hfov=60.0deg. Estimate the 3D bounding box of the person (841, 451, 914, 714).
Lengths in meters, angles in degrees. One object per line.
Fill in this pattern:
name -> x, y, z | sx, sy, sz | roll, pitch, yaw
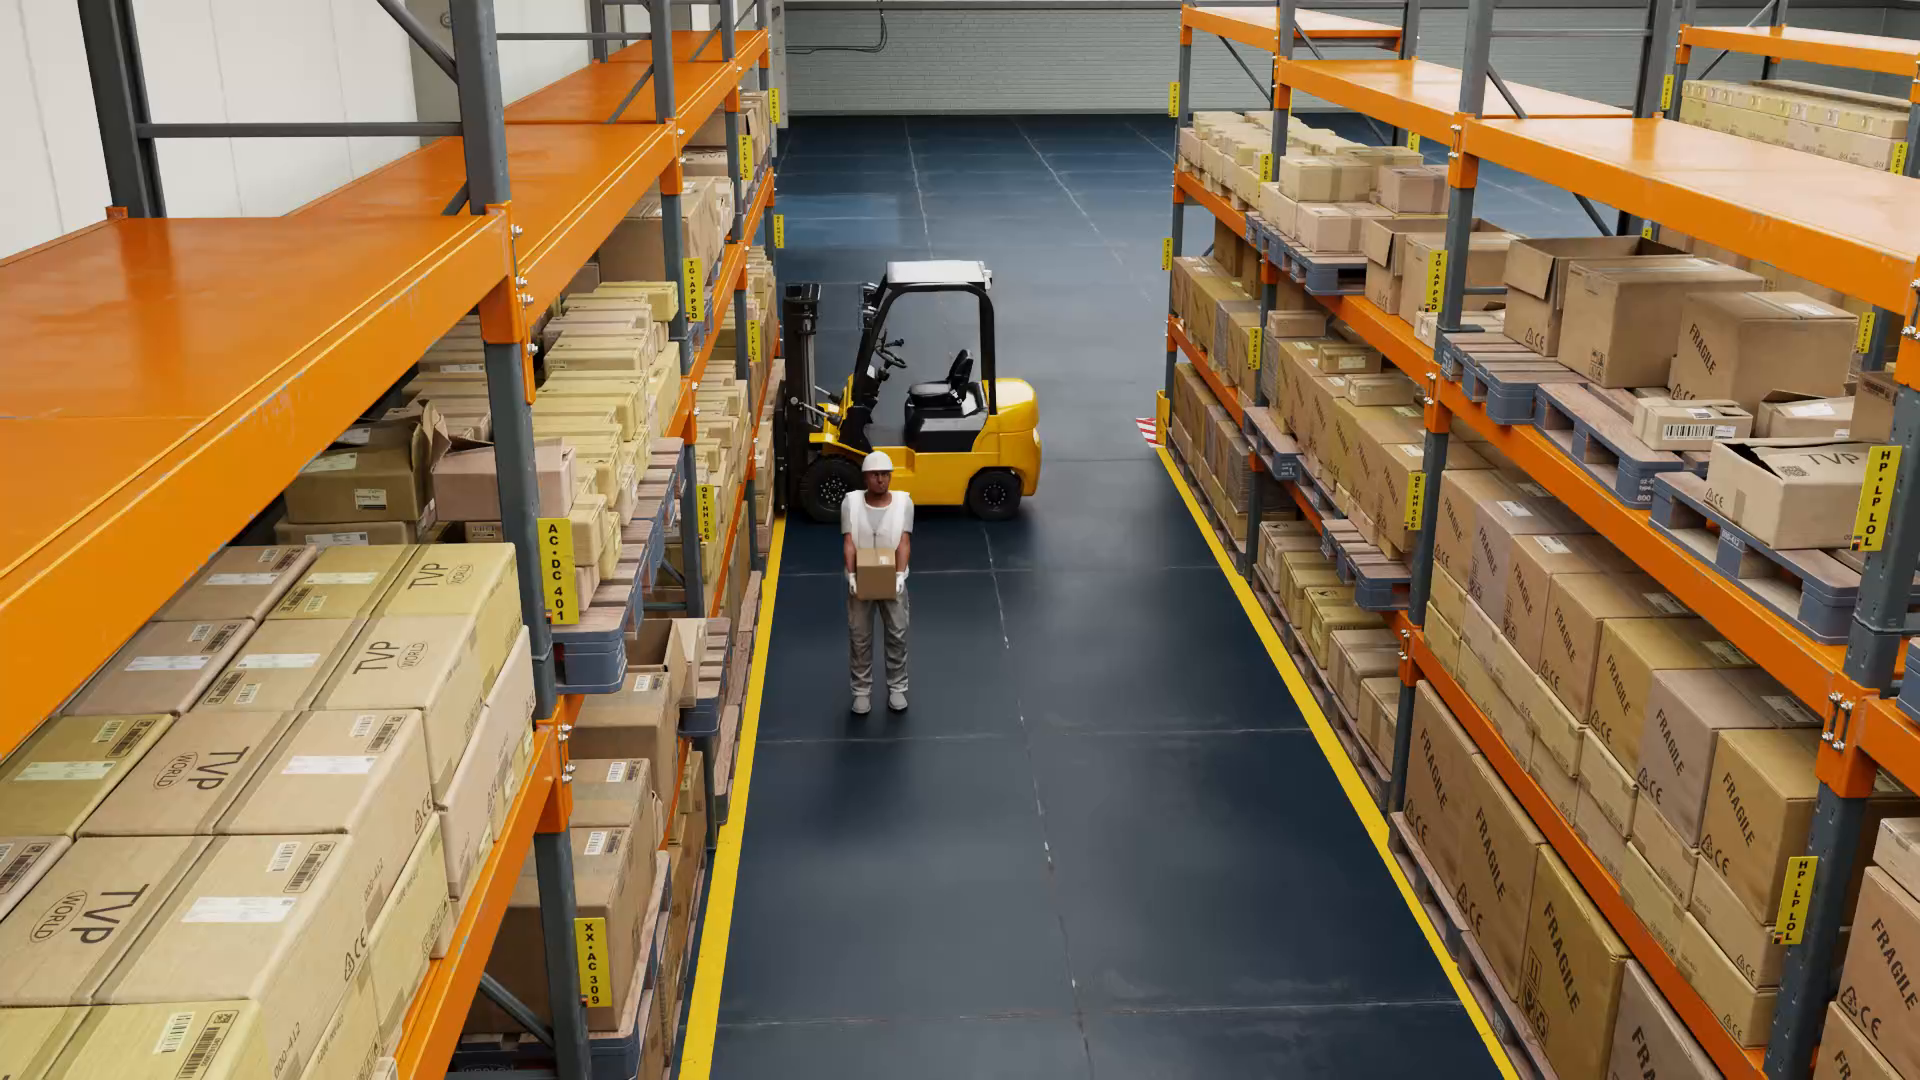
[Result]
person -> -0.543, 0.307, 11.080 | 0.487, 1.778, 0.575 | -1, 20, -3
